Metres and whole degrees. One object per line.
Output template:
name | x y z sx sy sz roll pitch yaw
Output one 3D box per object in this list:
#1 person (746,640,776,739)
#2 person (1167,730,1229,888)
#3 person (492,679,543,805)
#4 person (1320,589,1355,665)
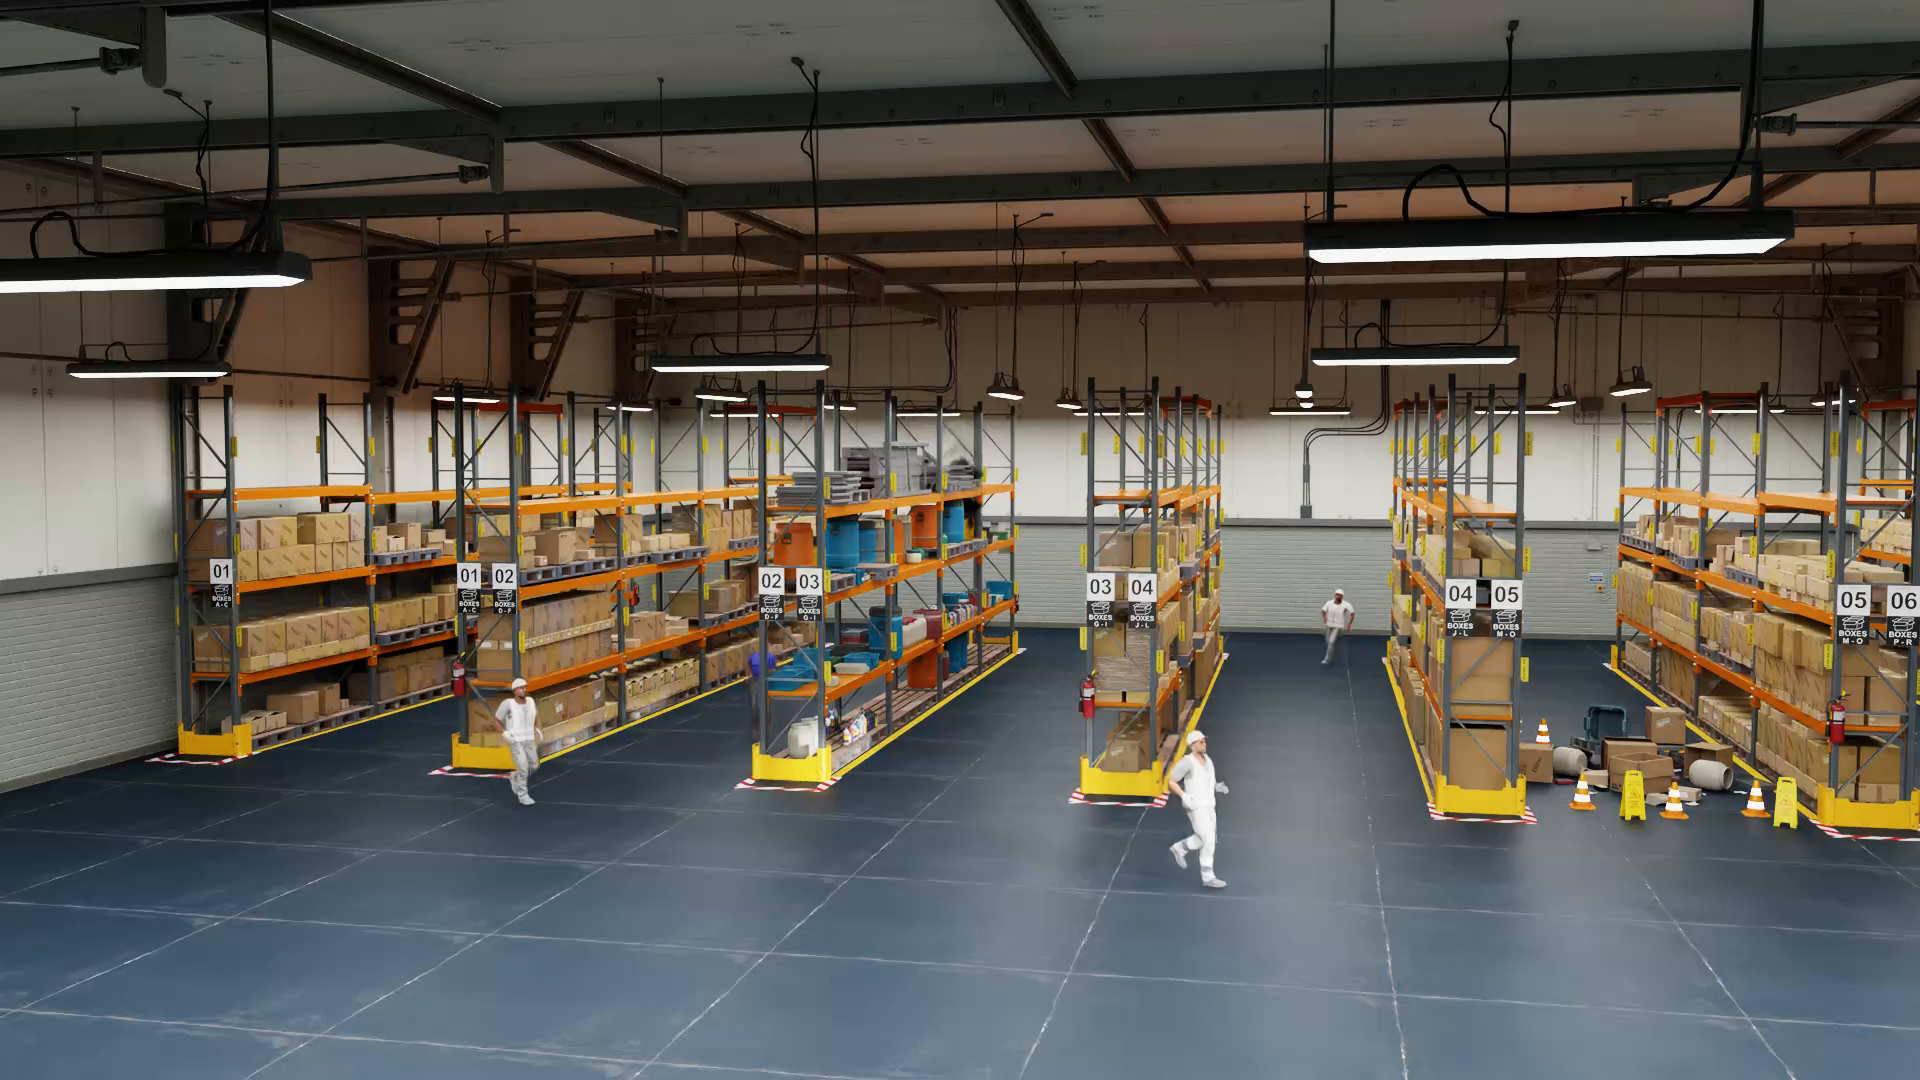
person | -3.451 2.564 28.893 0.550 1.704 0.781 0 3 0
person | 2.711 3.058 19.047 0.668 1.758 0.849 -3 4 -45
person | -6.214 2.815 23.361 0.696 1.750 0.705 3 4 41
person | 8.637 1.984 38.205 0.762 1.734 0.910 2 4 31
